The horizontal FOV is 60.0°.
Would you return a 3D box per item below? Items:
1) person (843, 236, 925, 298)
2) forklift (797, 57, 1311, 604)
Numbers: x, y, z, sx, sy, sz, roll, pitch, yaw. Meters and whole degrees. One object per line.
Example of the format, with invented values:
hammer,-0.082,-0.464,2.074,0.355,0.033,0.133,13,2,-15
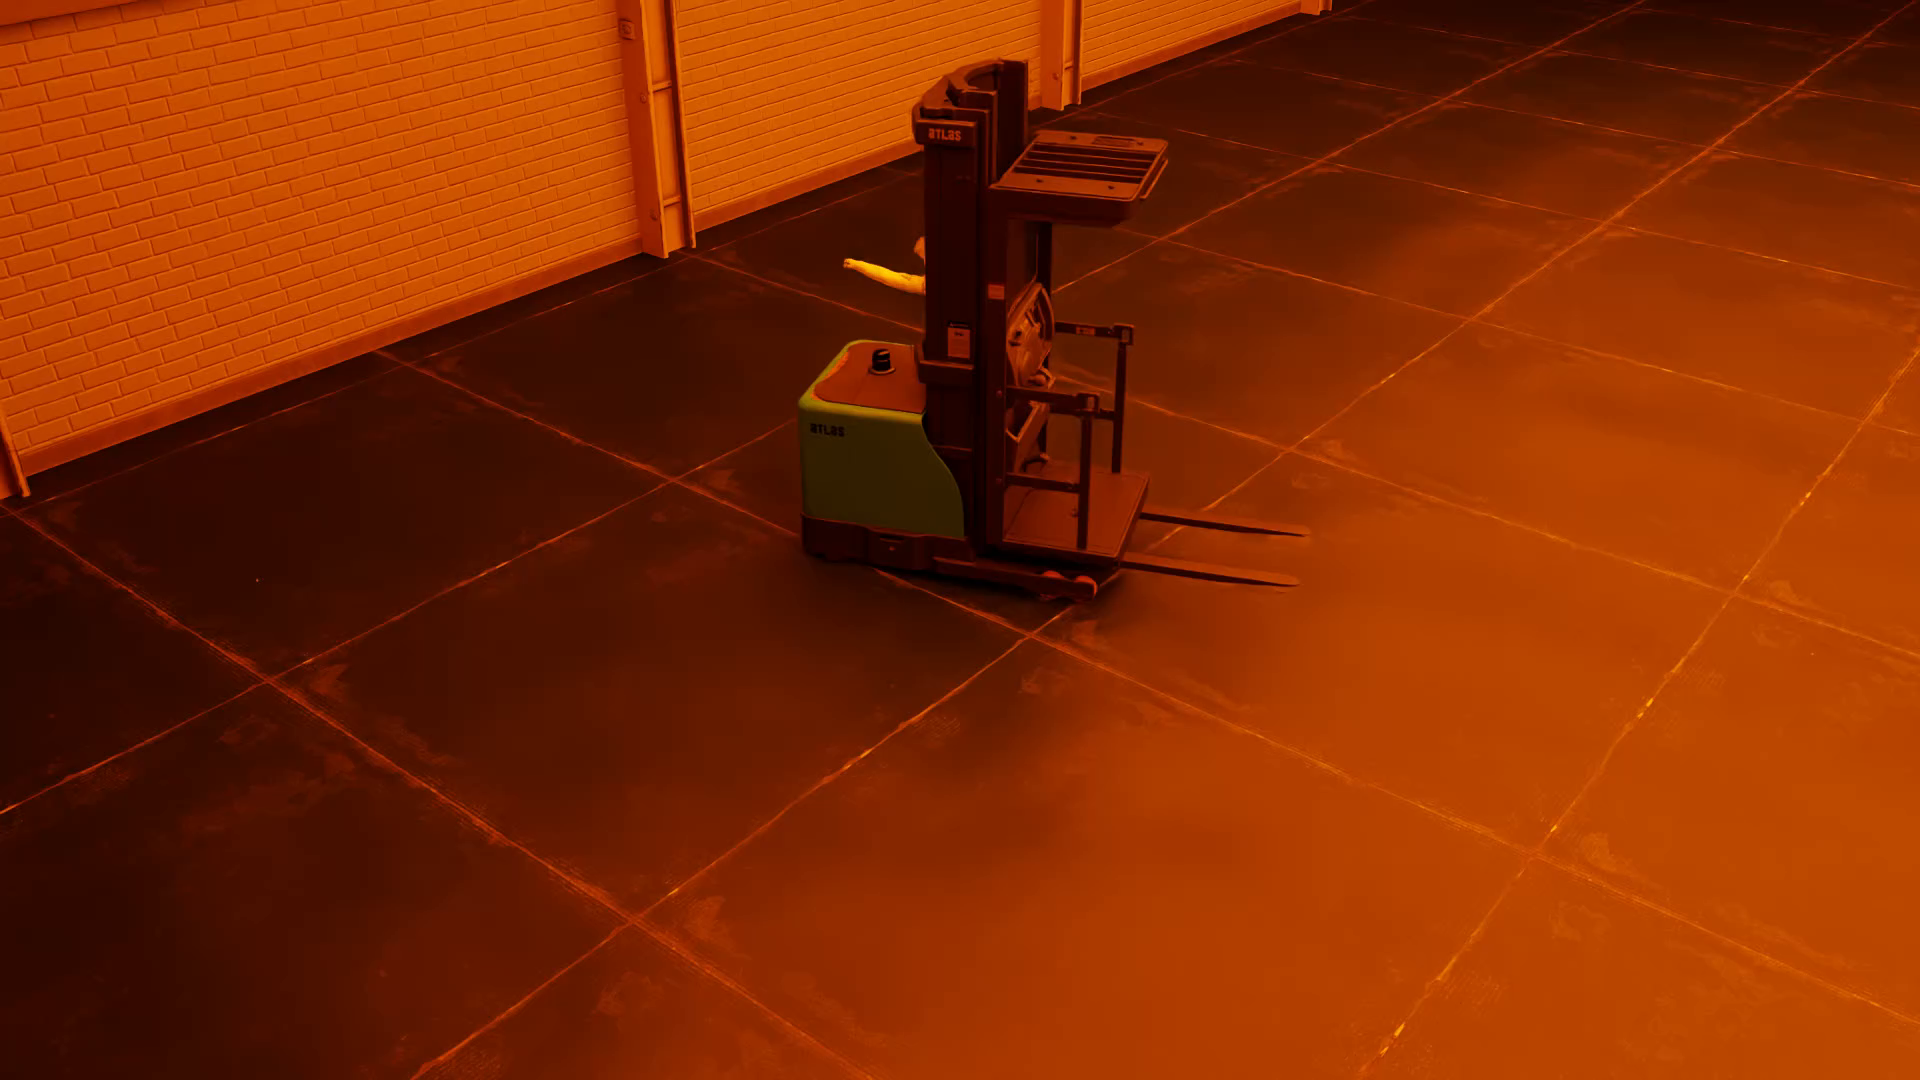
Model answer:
person,-0.252,-1.645,11.887,1.002,1.494,0.829,13,33,21
forklift,0.596,-1.186,9.624,3.031,2.935,1.130,8,31,14
